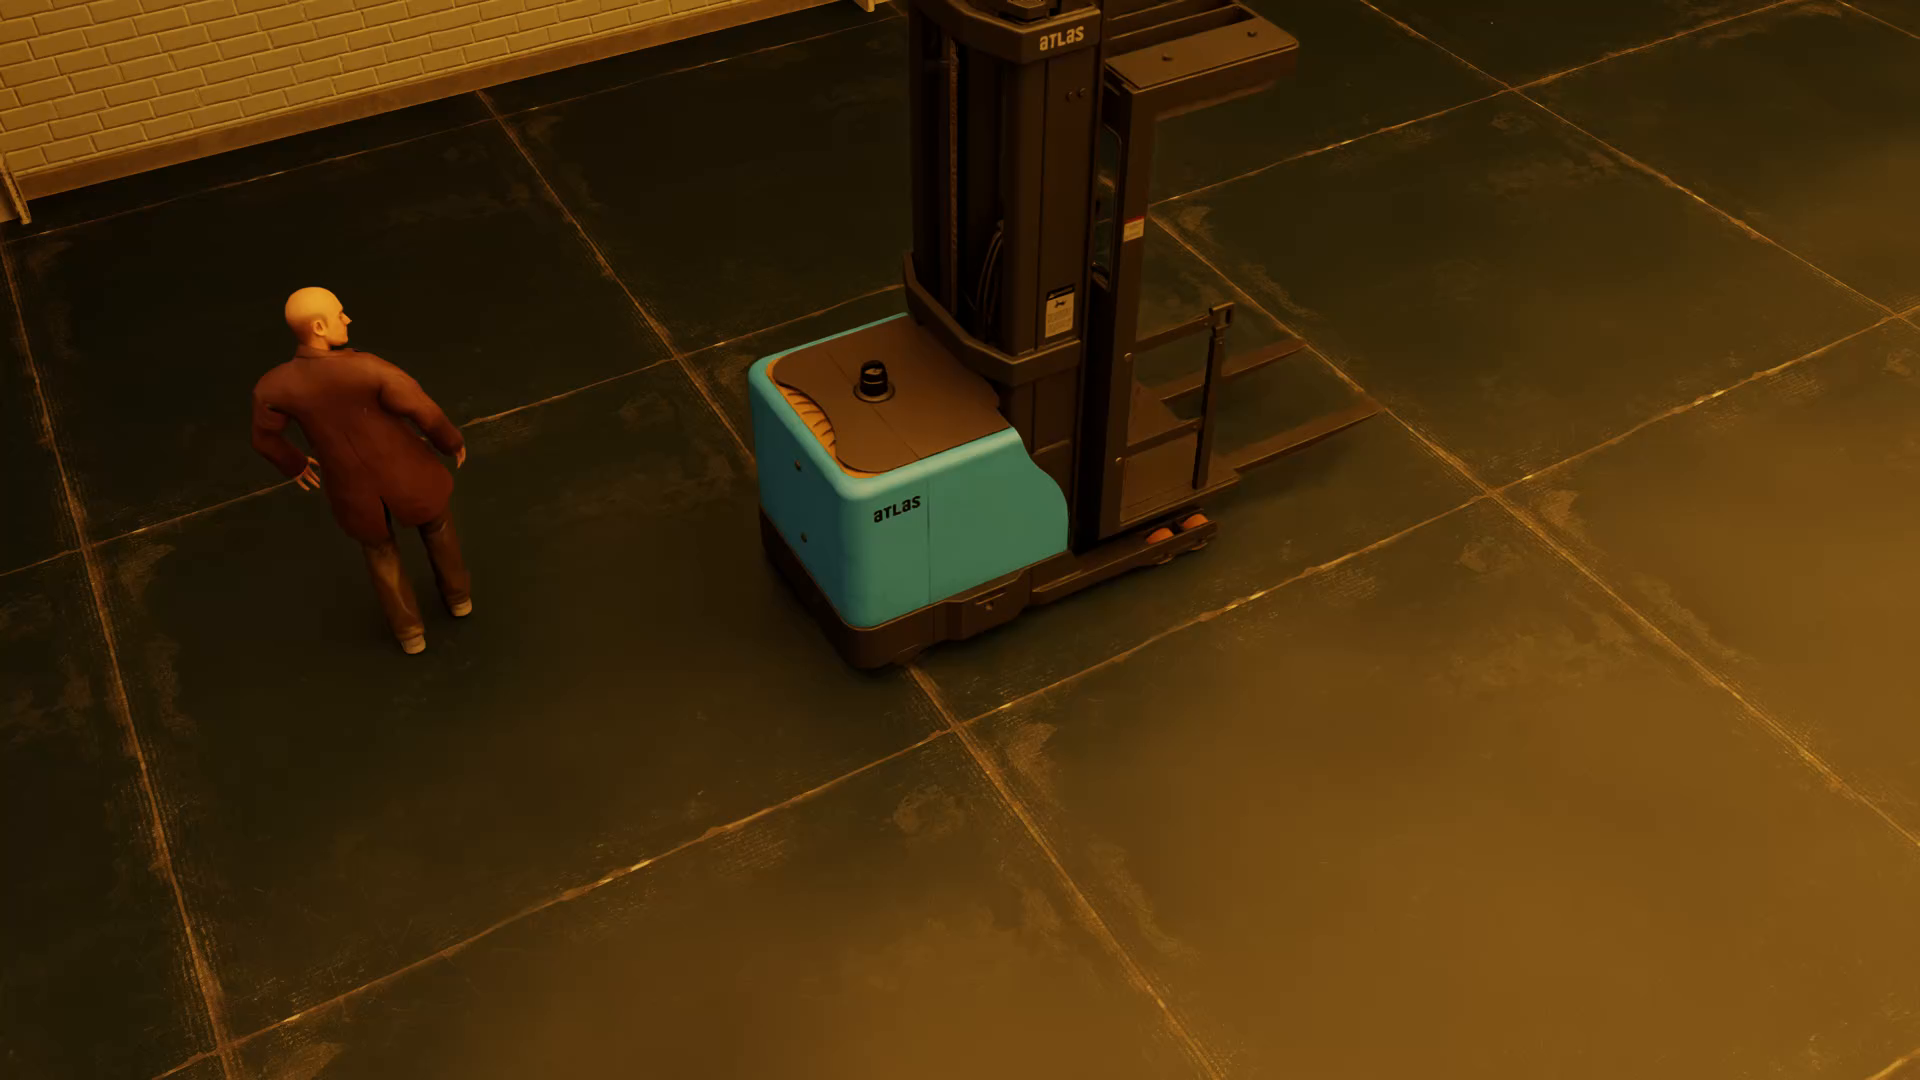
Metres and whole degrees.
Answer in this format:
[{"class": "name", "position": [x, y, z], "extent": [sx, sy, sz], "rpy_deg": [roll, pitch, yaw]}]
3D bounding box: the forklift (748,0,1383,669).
[{"class": "forklift", "position": [0.616, -1.257, 7.053], "extent": [3.031, 2.935, 1.130], "rpy_deg": [-21, 47, -21]}]

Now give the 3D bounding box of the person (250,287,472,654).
[{"class": "person", "position": [-2.442, -0.319, 6.908], "extent": [0.799, 1.759, 0.558], "rpy_deg": [-9, 44, -9]}]
